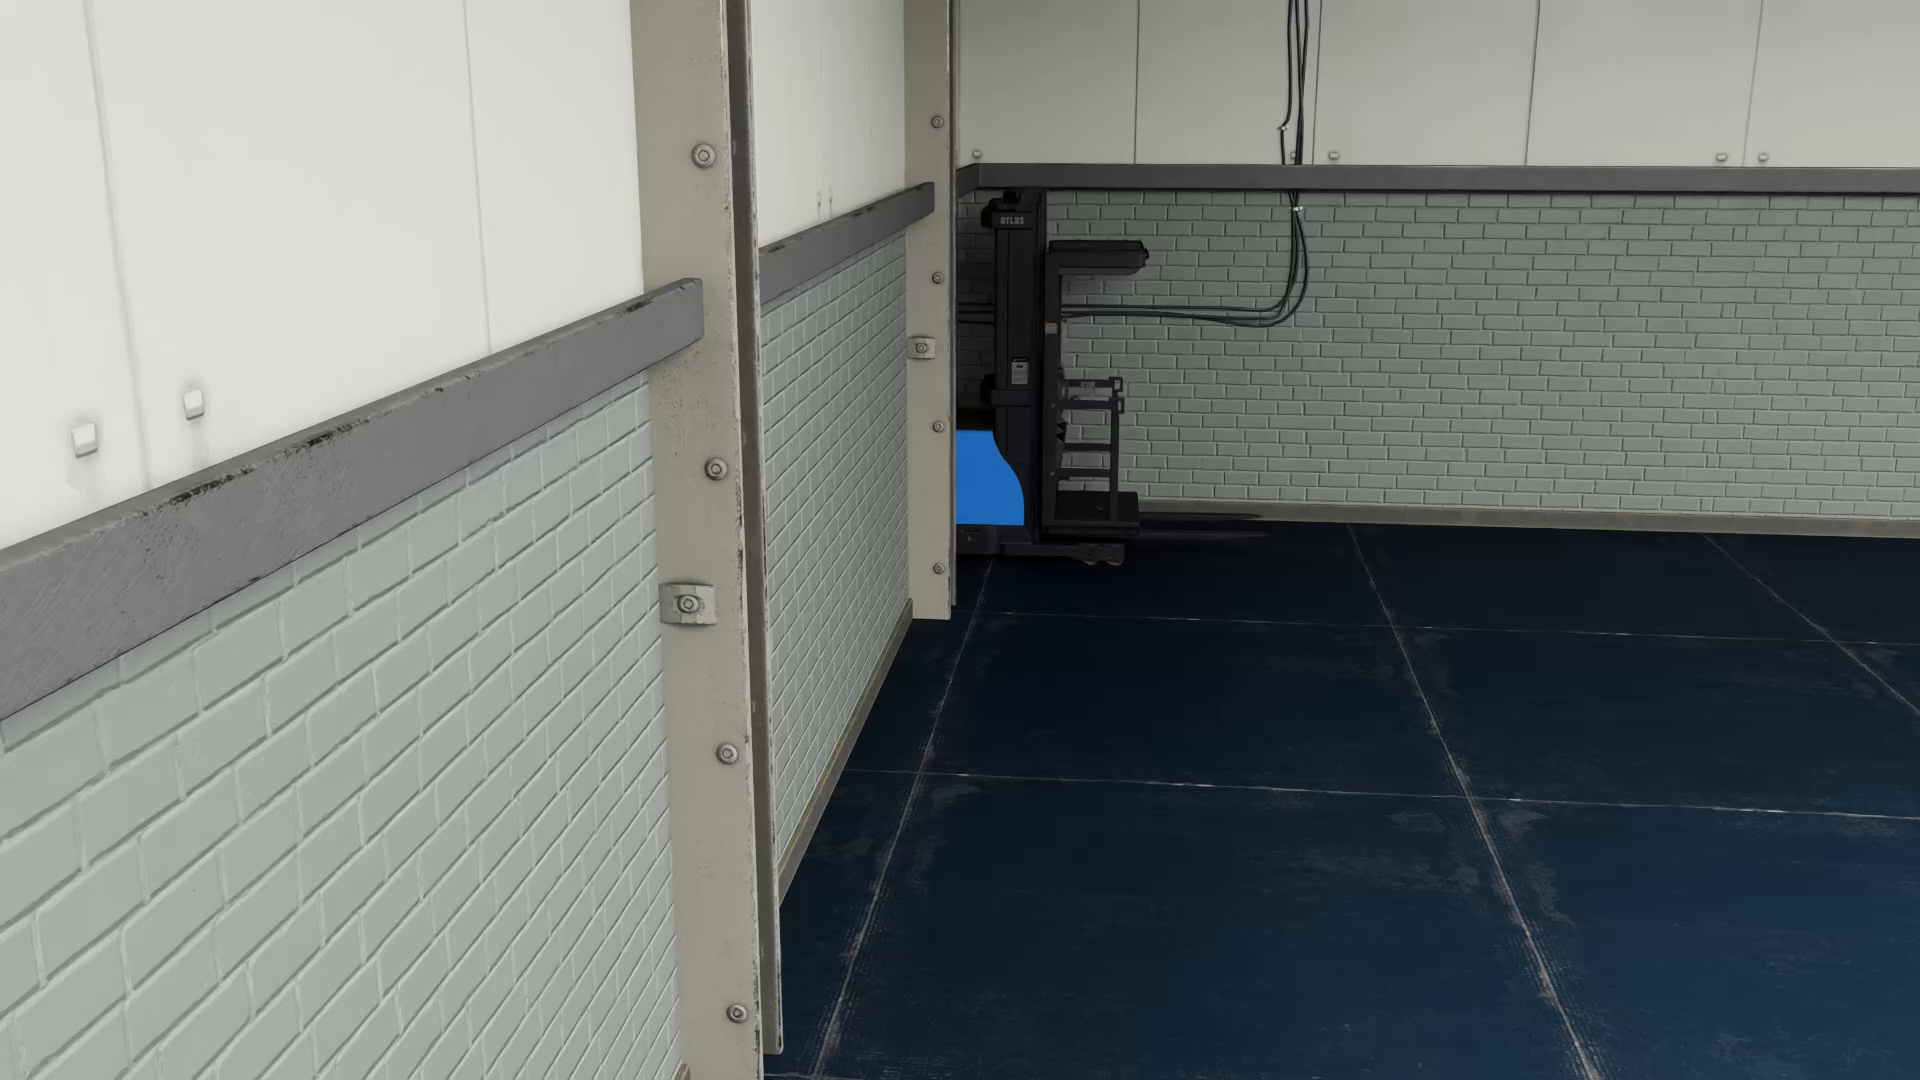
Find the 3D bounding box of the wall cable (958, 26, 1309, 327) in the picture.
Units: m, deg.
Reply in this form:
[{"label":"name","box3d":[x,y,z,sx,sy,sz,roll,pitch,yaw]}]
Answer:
[{"label":"wall cable","box3d":[1.442,-3.051,14.154,3.097,2.526,0.112,2,15,6]}]

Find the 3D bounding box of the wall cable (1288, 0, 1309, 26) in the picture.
[{"label":"wall cable","box3d":[4.130,-5.409,13.200,3.097,2.526,0.112,2,15,6]}]

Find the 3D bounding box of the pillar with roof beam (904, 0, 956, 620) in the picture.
[{"label":"pillar with roof beam","box3d":[4.073,-3.698,10.598,9.100,9.000,0.400,2,15,6]}]

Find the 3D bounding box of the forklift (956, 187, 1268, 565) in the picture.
[{"label":"forklift","box3d":[1.009,-1.355,13.558,3.031,2.935,1.130,1,15,5]}]

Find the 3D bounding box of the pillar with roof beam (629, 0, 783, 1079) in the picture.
[{"label":"pillar with roof beam","box3d":[3.396,-2.142,4.843,9.100,9.000,0.400,2,15,6]}]
